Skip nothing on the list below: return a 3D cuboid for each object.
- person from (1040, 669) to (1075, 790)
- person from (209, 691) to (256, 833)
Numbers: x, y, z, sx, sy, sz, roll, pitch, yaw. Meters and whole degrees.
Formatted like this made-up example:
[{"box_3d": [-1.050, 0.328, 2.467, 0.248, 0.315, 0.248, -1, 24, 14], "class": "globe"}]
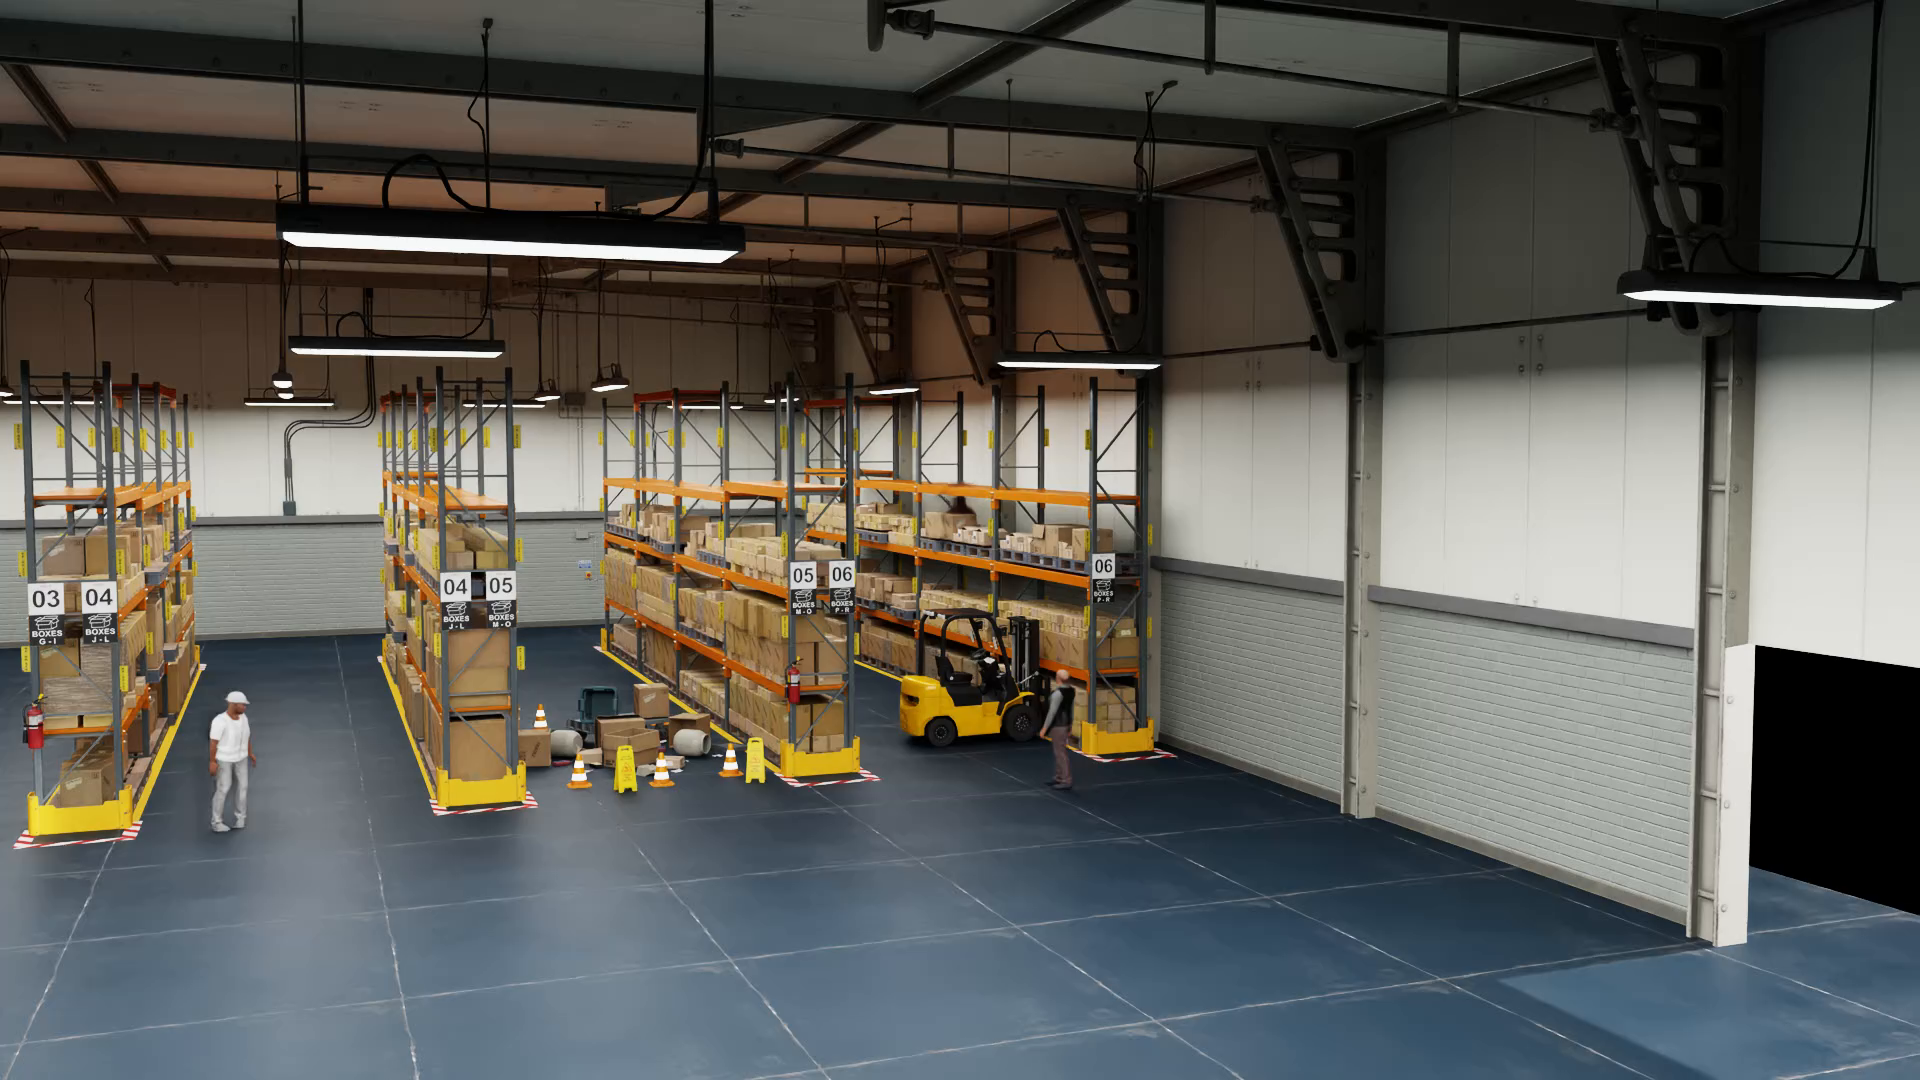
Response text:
[{"box_3d": [1.402, 2.710, 23.872, 0.481, 1.729, 0.586, 1, 3, 10], "class": "person"}, {"box_3d": [-9.365, 2.830, 21.396, 0.407, 1.775, 0.656, 2, 4, 25], "class": "person"}]
